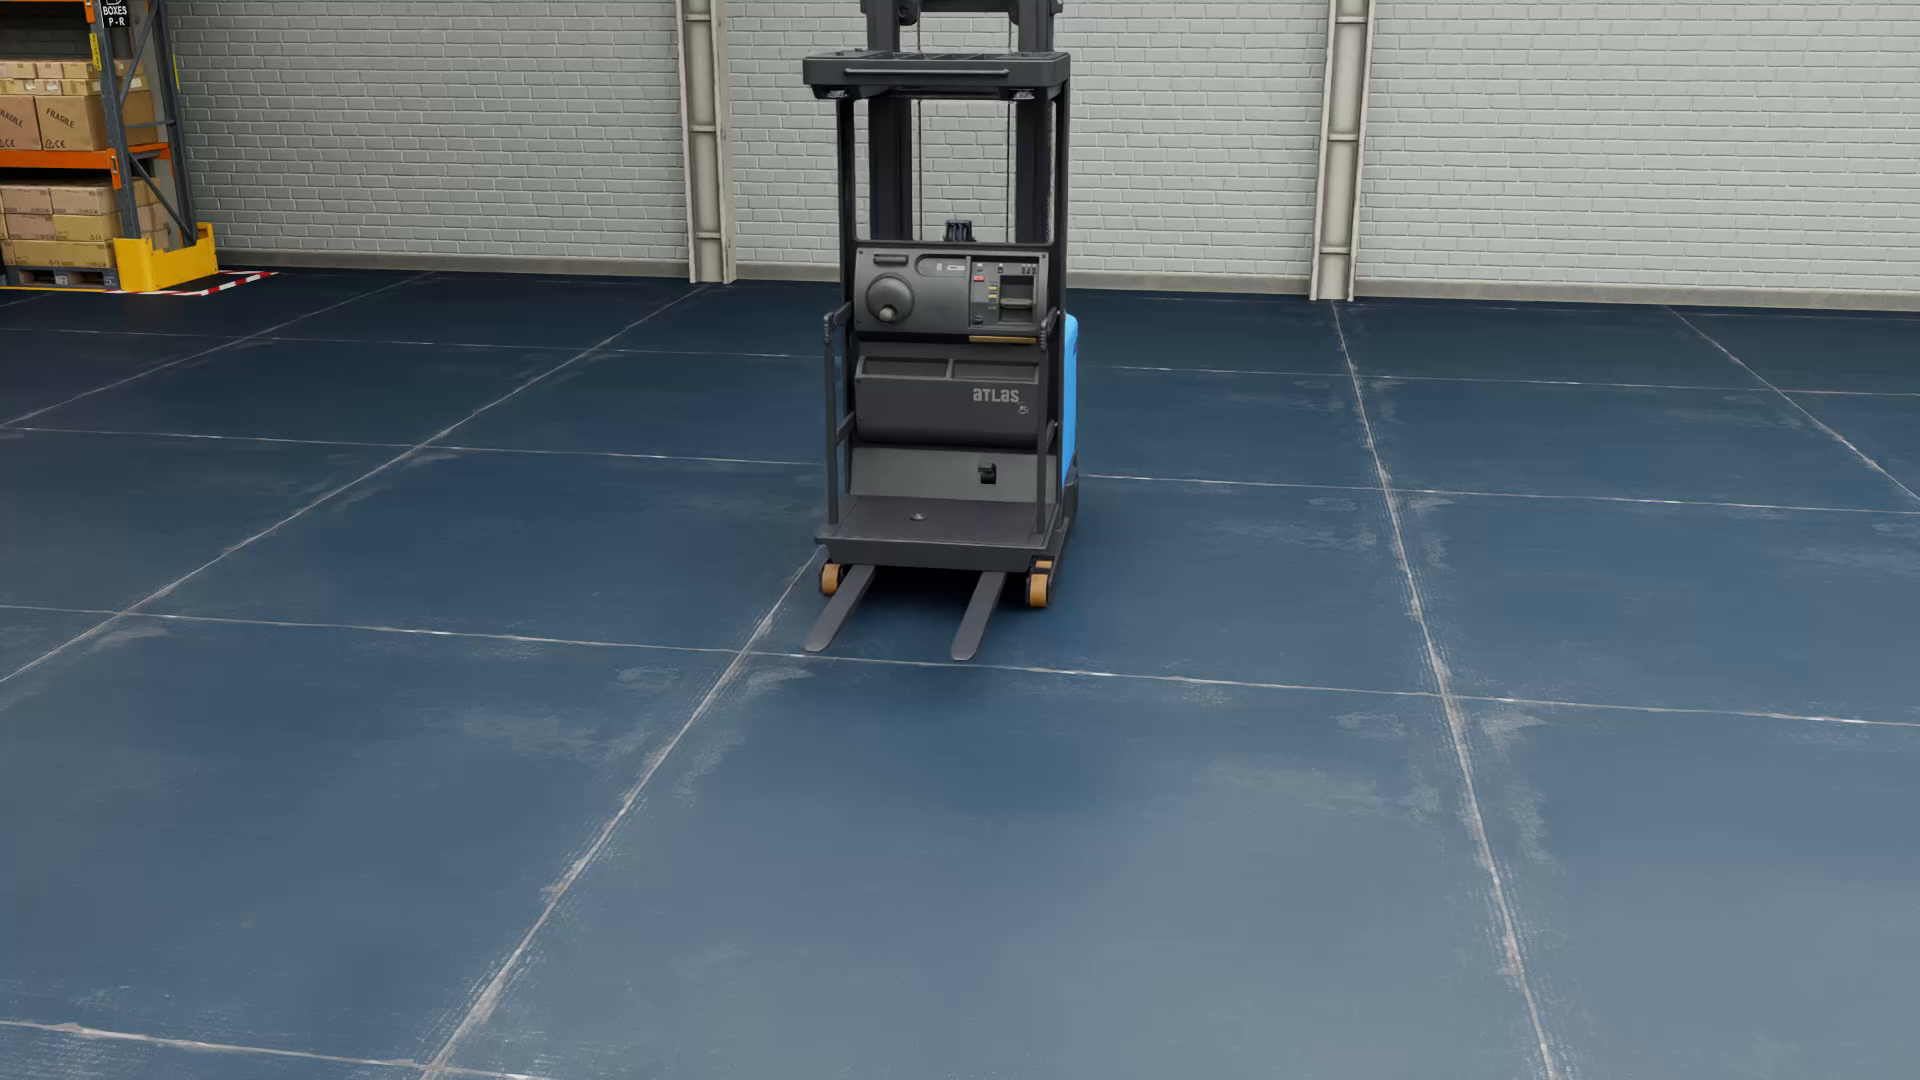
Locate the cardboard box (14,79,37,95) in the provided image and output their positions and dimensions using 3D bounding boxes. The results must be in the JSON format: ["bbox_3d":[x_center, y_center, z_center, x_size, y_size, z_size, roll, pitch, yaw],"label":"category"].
[{"bbox_3d":[-8.716,-4.303,15.757,0.250,0.149,0.380,3,19,10],"label":"cardboard box"}]

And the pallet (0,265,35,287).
[{"bbox_3d":[-9.788,-2.748,16.683,1.213,0.211,1.003,3,19,9],"label":"pallet"}]

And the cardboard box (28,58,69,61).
[{"bbox_3d":[-8.881,-4.612,16.212,0.250,0.149,0.380,3,19,9],"label":"cardboard box"}]

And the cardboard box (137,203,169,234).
[{"bbox_3d":[-8.257,-3.204,16.534,0.500,0.250,0.500,3,19,10],"label":"cardboard box"}]

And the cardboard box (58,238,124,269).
[{"bbox_3d":[-8.339,-2.803,16.123,0.500,0.250,0.500,3,19,9],"label":"cardboard box"}]

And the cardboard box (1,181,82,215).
[{"bbox_3d":[-8.835,-3.301,16.038,0.500,0.250,0.500,3,19,10],"label":"cardboard box"}]

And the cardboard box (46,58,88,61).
[{"bbox_3d":[-8.639,-4.595,16.161,0.250,0.149,0.380,3,19,10],"label":"cardboard box"}]

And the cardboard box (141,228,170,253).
[{"bbox_3d":[-8.279,-2.964,16.605,0.500,0.250,0.500,3,19,9],"label":"cardboard box"}]

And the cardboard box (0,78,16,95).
[{"bbox_3d":[-8.959,-4.319,15.805,0.250,0.149,0.380,3,19,8],"label":"cardboard box"}]

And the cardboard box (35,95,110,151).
[{"bbox_3d":[-8.353,-3.973,15.791,0.500,0.500,0.500,3,19,7],"label":"cardboard box"}]

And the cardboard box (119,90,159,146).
[{"bbox_3d":[-8.270,-4.142,16.297,0.500,0.500,0.500,4,19,10],"label":"cardboard box"}]

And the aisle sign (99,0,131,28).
[{"bbox_3d":[-7.807,-5.120,15.281,0.004,0.787,0.394,3,19,9],"label":"aisle sign"}]

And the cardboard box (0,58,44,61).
[{"bbox_3d":[-9.145,-4.618,16.228,0.250,0.149,0.380,4,19,10],"label":"cardboard box"}]

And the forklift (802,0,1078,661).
[{"bbox_3d":[-0.073,-1.188,7.735,1.130,2.935,3.031,3,19,8],"label":"forklift"}]

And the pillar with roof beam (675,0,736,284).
[{"bbox_3d":[-3.129,-5.494,11.042,0.400,9.000,9.100,3,19,9],"label":"pillar with roof beam"}]

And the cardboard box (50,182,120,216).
[{"bbox_3d":[-8.330,-3.277,15.967,0.500,0.250,0.500,4,19,10],"label":"cardboard box"}]

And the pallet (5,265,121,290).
[{"bbox_3d":[-8.587,-2.686,16.497,1.213,0.211,1.003,3,19,9],"label":"pallet"}]

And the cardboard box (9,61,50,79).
[{"bbox_3d":[-8.724,-4.438,15.691,0.250,0.149,0.380,3,19,10],"label":"cardboard box"}]

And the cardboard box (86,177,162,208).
[{"bbox_3d":[-8.270,-3.435,16.439,0.500,0.250,0.500,3,19,8],"label":"cardboard box"}]

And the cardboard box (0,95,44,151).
[{"bbox_3d":[-8.864,-4.002,15.878,0.500,0.500,0.500,4,19,10],"label":"cardboard box"}]

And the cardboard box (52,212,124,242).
[{"bbox_3d":[-8.356,-3.041,16.050,0.500,0.250,0.500,3,19,8],"label":"cardboard box"}]

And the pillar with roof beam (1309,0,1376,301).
[{"bbox_3d":[2.795,-5.192,10.140,0.400,9.000,9.100,3,19,9],"label":"pillar with roof beam"}]

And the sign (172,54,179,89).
[{"bbox_3d":[-7.731,-4.604,16.347,0.005,0.325,0.100,3,19,9],"label":"sign"}]

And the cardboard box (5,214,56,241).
[{"bbox_3d":[-8.849,-3.070,16.135,0.500,0.250,0.500,3,19,8],"label":"cardboard box"}]

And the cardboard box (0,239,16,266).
[{"bbox_3d":[-9.321,-2.859,16.291,0.500,0.250,0.500,3,19,9],"label":"cardboard box"}]

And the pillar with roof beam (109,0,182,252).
[{"bbox_3d":[-9.053,-5.796,11.945,0.400,9.000,9.100,3,19,9],"label":"pillar with roof beam"}]

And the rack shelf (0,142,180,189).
[{"bbox_3d":[-9.800,-3.742,16.394,4.000,0.370,1.077,3,19,9],"label":"rack shelf"}]

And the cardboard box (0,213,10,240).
[{"bbox_3d":[-9.362,-3.090,16.193,0.500,0.250,0.500,2,19,7],"label":"cardboard box"}]

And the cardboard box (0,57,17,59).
[{"bbox_3d":[-9.389,-4.662,16.360,0.250,0.149,0.380,2,19,7],"label":"cardboard box"}]

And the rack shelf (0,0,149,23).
[{"bbox_3d":[-9.800,-5.165,15.918,4.000,0.370,1.077,3,19,9],"label":"rack shelf"}]

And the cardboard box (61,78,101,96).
[{"bbox_3d":[-8.212,-4.267,15.650,0.250,0.149,0.380,3,19,9],"label":"cardboard box"}]

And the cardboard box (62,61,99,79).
[{"bbox_3d":[-8.212,-4.431,15.669,0.250,0.149,0.380,3,19,9],"label":"cardboard box"}]

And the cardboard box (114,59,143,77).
[{"bbox_3d":[-8.123,-4.563,16.063,0.250,0.149,0.380,3,19,8],"label":"cardboard box"}]

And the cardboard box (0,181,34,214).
[{"bbox_3d":[-9.334,-3.324,16.105,0.500,0.250,0.500,3,19,9],"label":"cardboard box"}]

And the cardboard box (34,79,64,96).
[{"bbox_3d":[-8.469,-4.271,15.660,0.250,0.149,0.380,3,19,10],"label":"cardboard box"}]

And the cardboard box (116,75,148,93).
[{"bbox_3d":[-8.119,-4.436,16.154,0.250,0.149,0.380,2,19,7],"label":"cardboard box"}]

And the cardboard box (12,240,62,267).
[{"bbox_3d":[-8.829,-2.831,16.207,0.500,0.250,0.500,3,19,9],"label":"cardboard box"}]

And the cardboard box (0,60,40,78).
[{"bbox_3d":[-8.958,-4.474,15.798,0.250,0.149,0.380,3,19,9],"label":"cardboard box"}]

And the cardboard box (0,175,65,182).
[{"bbox_3d":[-9.256,-3.488,16.596,0.500,0.250,0.500,3,19,8],"label":"cardboard box"}]

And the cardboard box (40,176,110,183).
[{"bbox_3d":[-8.764,-3.460,16.511,0.500,0.250,0.500,3,19,9],"label":"cardboard box"}]

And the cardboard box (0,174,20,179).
[{"bbox_3d":[-9.761,-3.516,16.680,0.500,0.250,0.500,3,19,8],"label":"cardboard box"}]

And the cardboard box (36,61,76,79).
[{"bbox_3d":[-8.461,-4.433,15.677,0.250,0.149,0.380,3,19,9],"label":"cardboard box"}]

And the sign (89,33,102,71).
[{"bbox_3d":[-7.925,-4.475,15.251,0.005,0.325,0.100,3,19,9],"label":"sign"}]

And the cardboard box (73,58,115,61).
[{"bbox_3d":[-8.376,-4.596,16.162,0.250,0.149,0.380,4,19,11],"label":"cardboard box"}]

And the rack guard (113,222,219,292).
[{"bbox_3d":[-7.802,-2.796,16.372,0.348,0.500,1.175,3,19,9],"label":"rack guard"}]

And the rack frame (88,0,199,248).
[{"bbox_3d":[-7.825,-3.983,15.979,0.127,3.000,1.000,3,19,9],"label":"rack frame"}]
